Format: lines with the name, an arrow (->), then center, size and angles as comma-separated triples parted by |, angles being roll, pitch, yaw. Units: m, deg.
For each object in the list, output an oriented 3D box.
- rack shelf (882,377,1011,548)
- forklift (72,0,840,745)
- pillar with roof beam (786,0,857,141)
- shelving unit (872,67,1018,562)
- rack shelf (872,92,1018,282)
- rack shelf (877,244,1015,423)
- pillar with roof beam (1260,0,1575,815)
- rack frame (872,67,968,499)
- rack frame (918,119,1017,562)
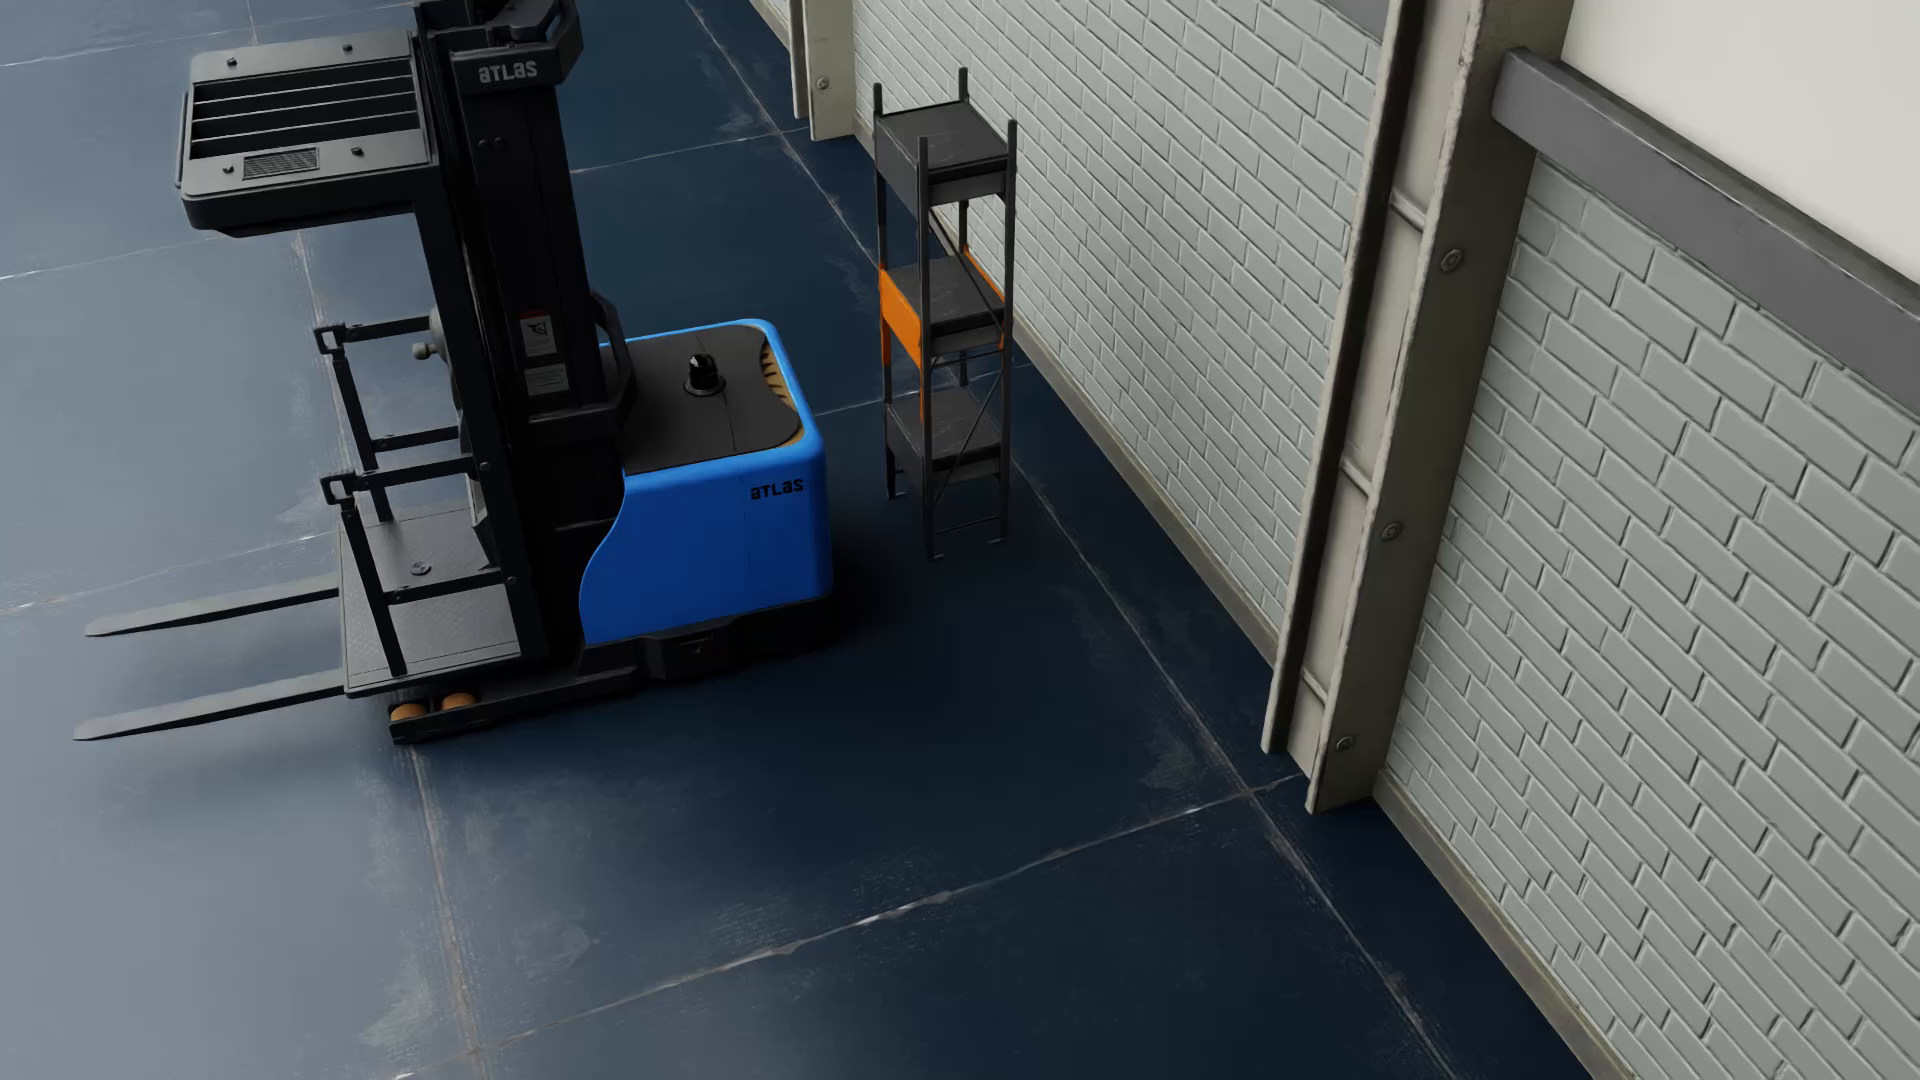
rack shelf -> -0.063, -0.355, 7.565 | 0.431, 0.518, 0.480 | -15, 43, -17
forklift -> -2.092, -0.677, 6.208 | 3.031, 2.935, 1.130 | -12, 42, -13
pillar with roof beam -> -4.847, -5.045, 6.633 | 9.100, 9.000, 0.400 | -15, 43, -17
shelving unit -> -0.063, -0.896, 7.100 | 0.431, 2.100, 0.503 | -15, 43, -17
rack shelf -> -0.063, -1.416, 6.652 | 0.431, 0.518, 0.480 | -15, 43, -17
rack shelf -> -0.063, -0.885, 7.109 | 0.431, 0.518, 0.480 | -15, 43, -17
pillar with roof beam -> -2.552, -1.430, 2.430 | 9.100, 9.000, 0.400 | -15, 43, -17
rack frame -> -0.157, -1.043, 7.271 | 0.400, 2.100, 0.015 | -15, 43, -17
rack frame -> 0.030, -0.749, 6.929 | 0.400, 2.100, 0.015 | -15, 43, -17
